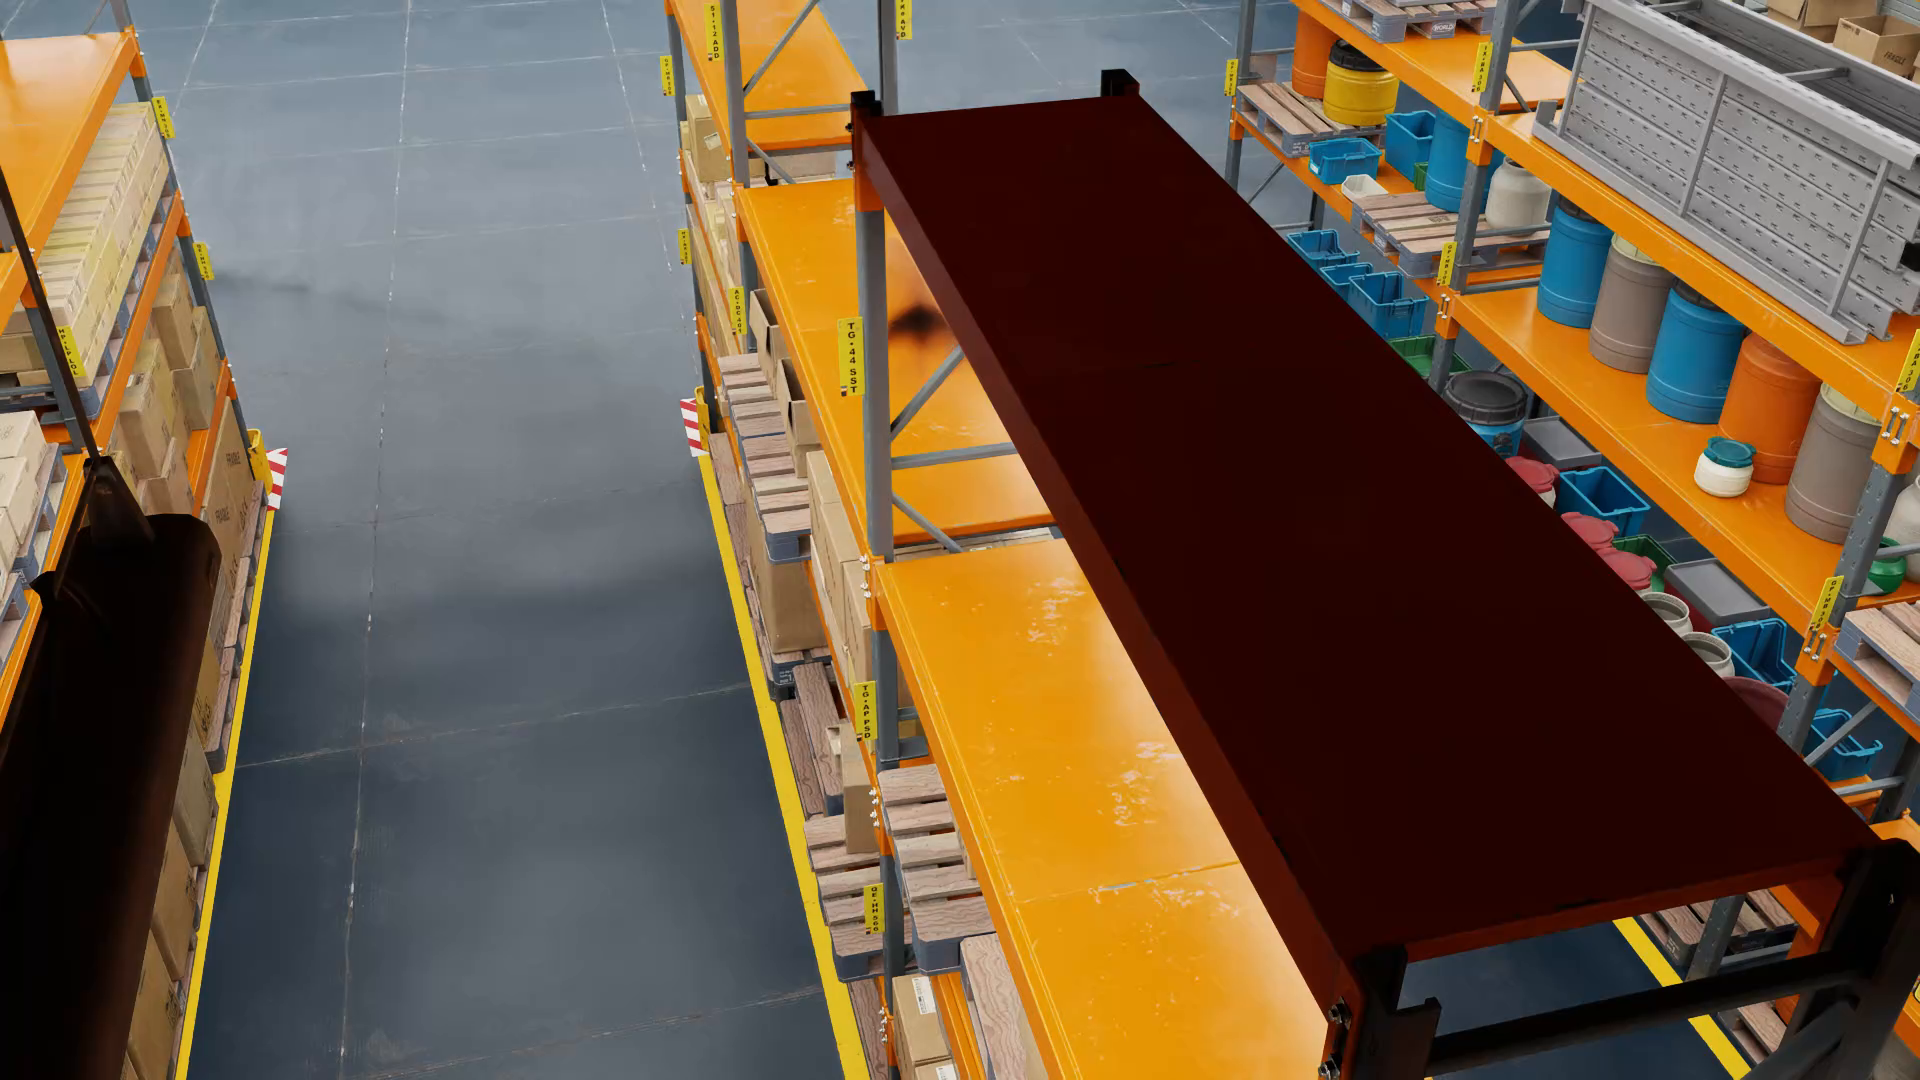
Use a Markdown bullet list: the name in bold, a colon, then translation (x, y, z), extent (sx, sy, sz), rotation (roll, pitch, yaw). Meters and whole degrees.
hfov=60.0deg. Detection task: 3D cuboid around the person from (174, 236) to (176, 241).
- **person**: translation (-9.265, -3.965, 18.370), extent (0.896, 1.695, 0.580), rotation (13, 37, 19)
